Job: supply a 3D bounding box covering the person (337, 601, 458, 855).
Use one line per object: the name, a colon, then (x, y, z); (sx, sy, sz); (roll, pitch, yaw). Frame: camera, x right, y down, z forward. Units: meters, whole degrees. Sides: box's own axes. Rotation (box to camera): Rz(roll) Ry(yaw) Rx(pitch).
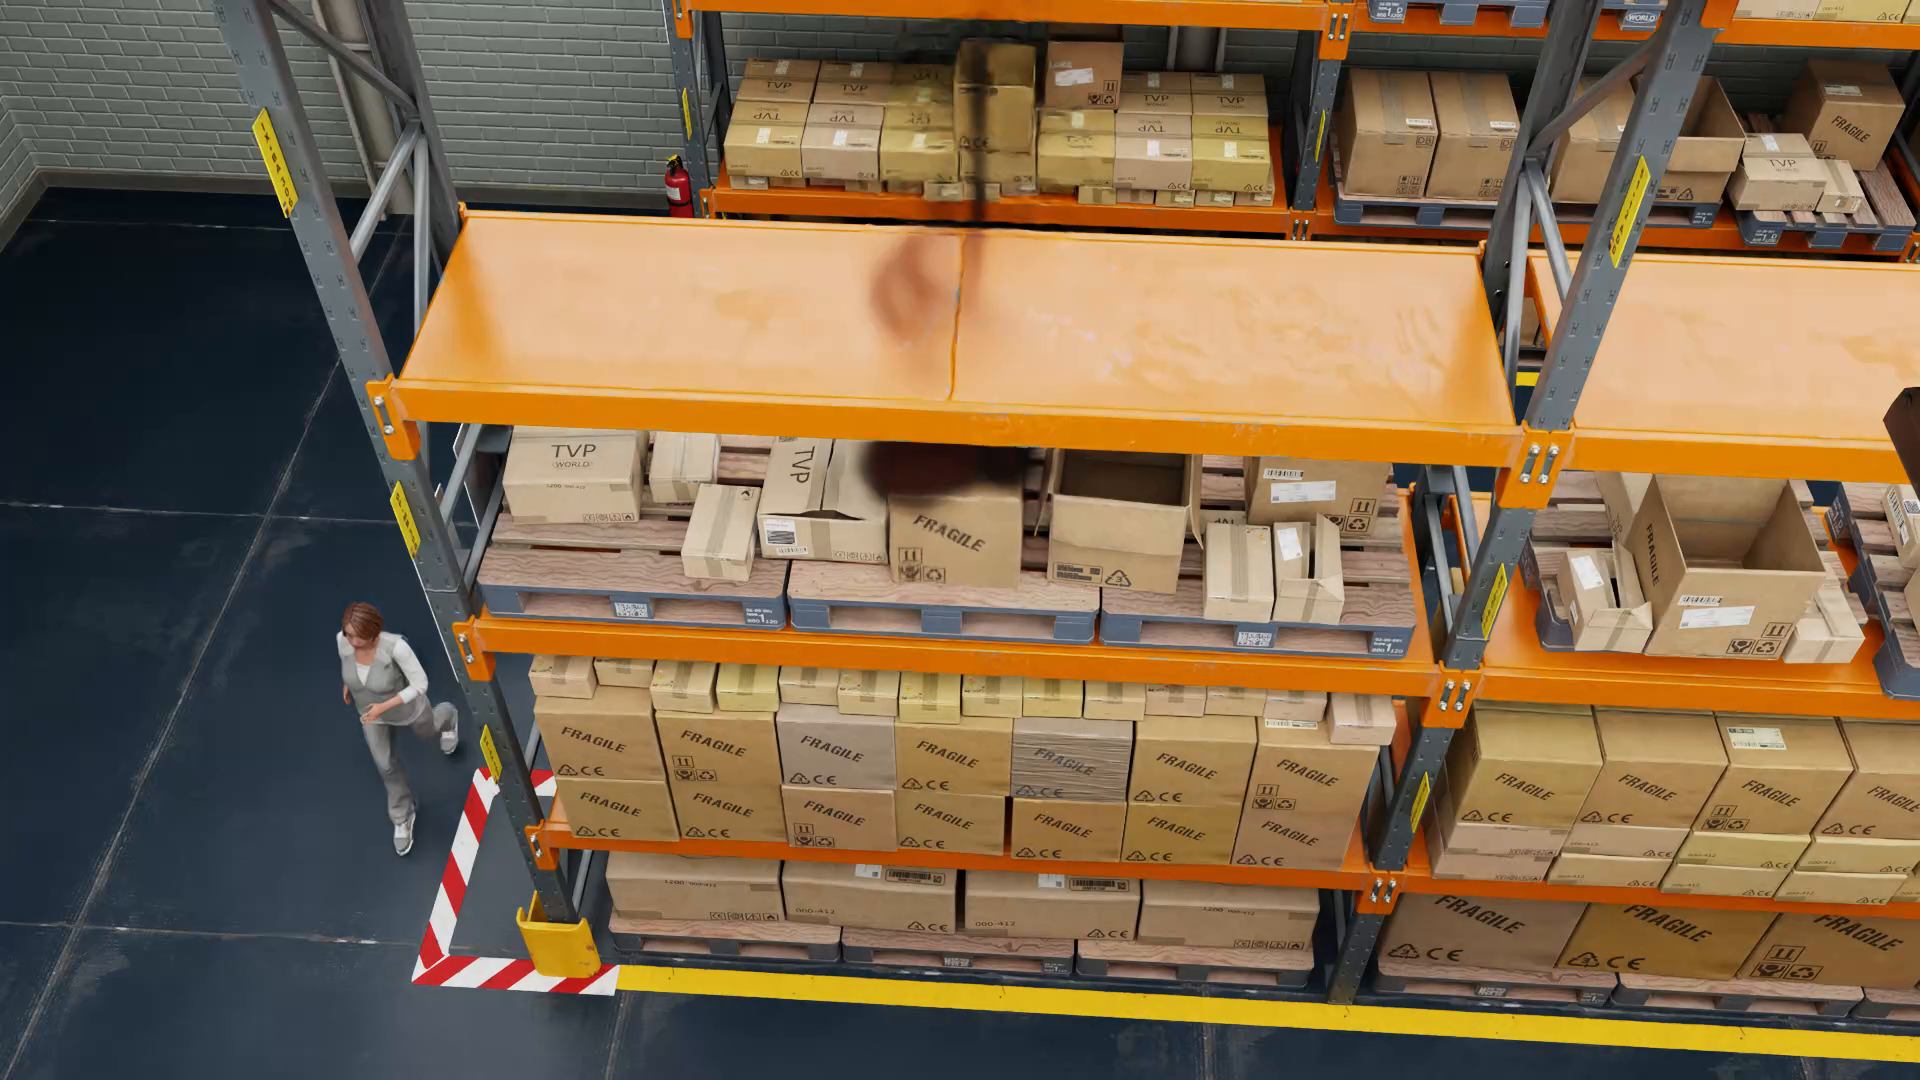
person: (-3.010, 0.877, 8.840); (0.530, 1.599, 0.873); (2, 48, 1)
